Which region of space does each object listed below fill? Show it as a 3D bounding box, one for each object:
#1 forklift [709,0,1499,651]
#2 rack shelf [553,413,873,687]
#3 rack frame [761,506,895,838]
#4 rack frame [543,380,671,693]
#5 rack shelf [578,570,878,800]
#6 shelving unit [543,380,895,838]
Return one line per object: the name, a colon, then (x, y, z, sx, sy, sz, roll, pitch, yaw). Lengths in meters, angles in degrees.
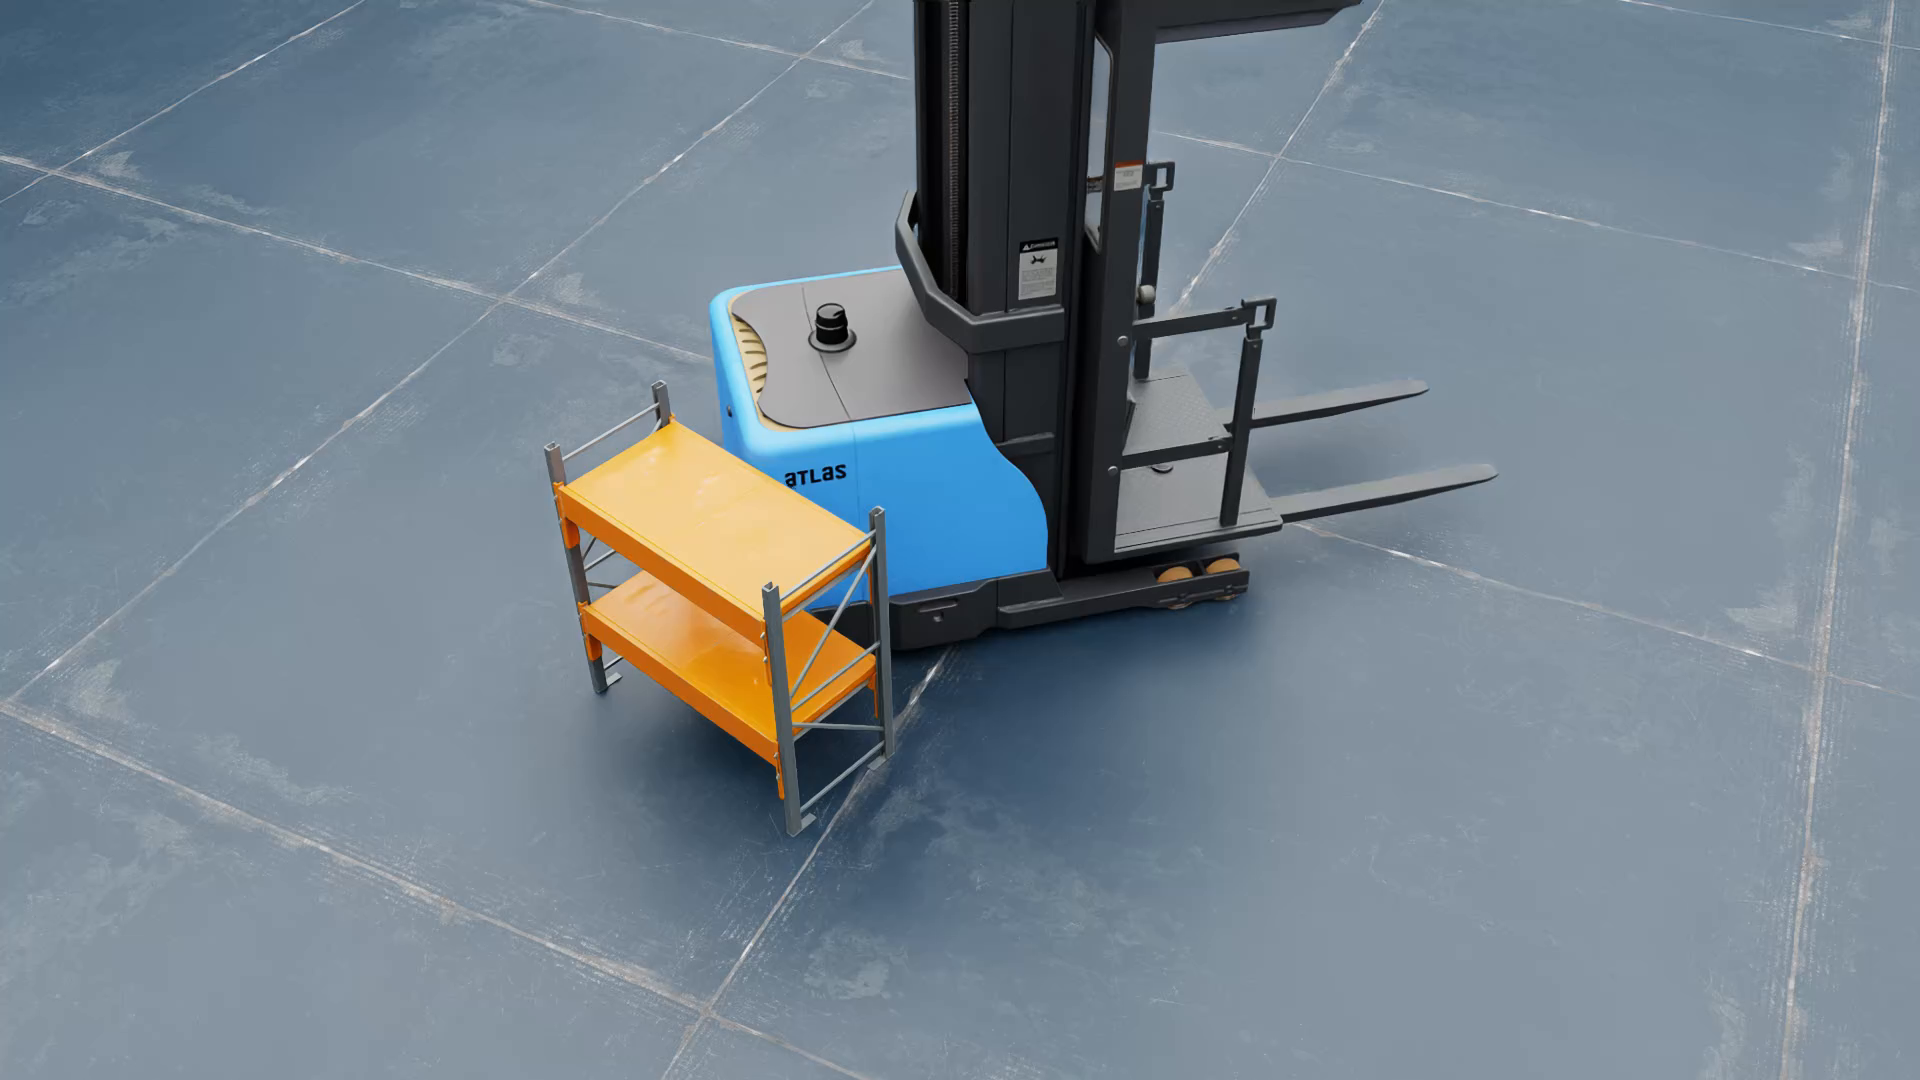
forklift: (0.629, -1.166, 5.857, 3.031, 2.935, 1.130, -10, 42, -11)
rack shelf: (-0.790, 0.007, 5.436, 1.000, 0.278, 0.538, 30, 49, 30)
rack frame: (-0.407, 0.447, 5.375, 0.032, 1.125, 0.500, 30, 49, 30)
rack frame: (-1.172, 0.009, 5.881, 0.032, 1.125, 0.500, 30, 49, 30)
rack shelf: (-0.790, 0.413, 5.788, 1.000, 0.278, 0.538, 30, 49, 30)
shelving unit: (-0.790, 0.228, 5.628, 1.048, 1.125, 0.538, 30, 49, 30)
